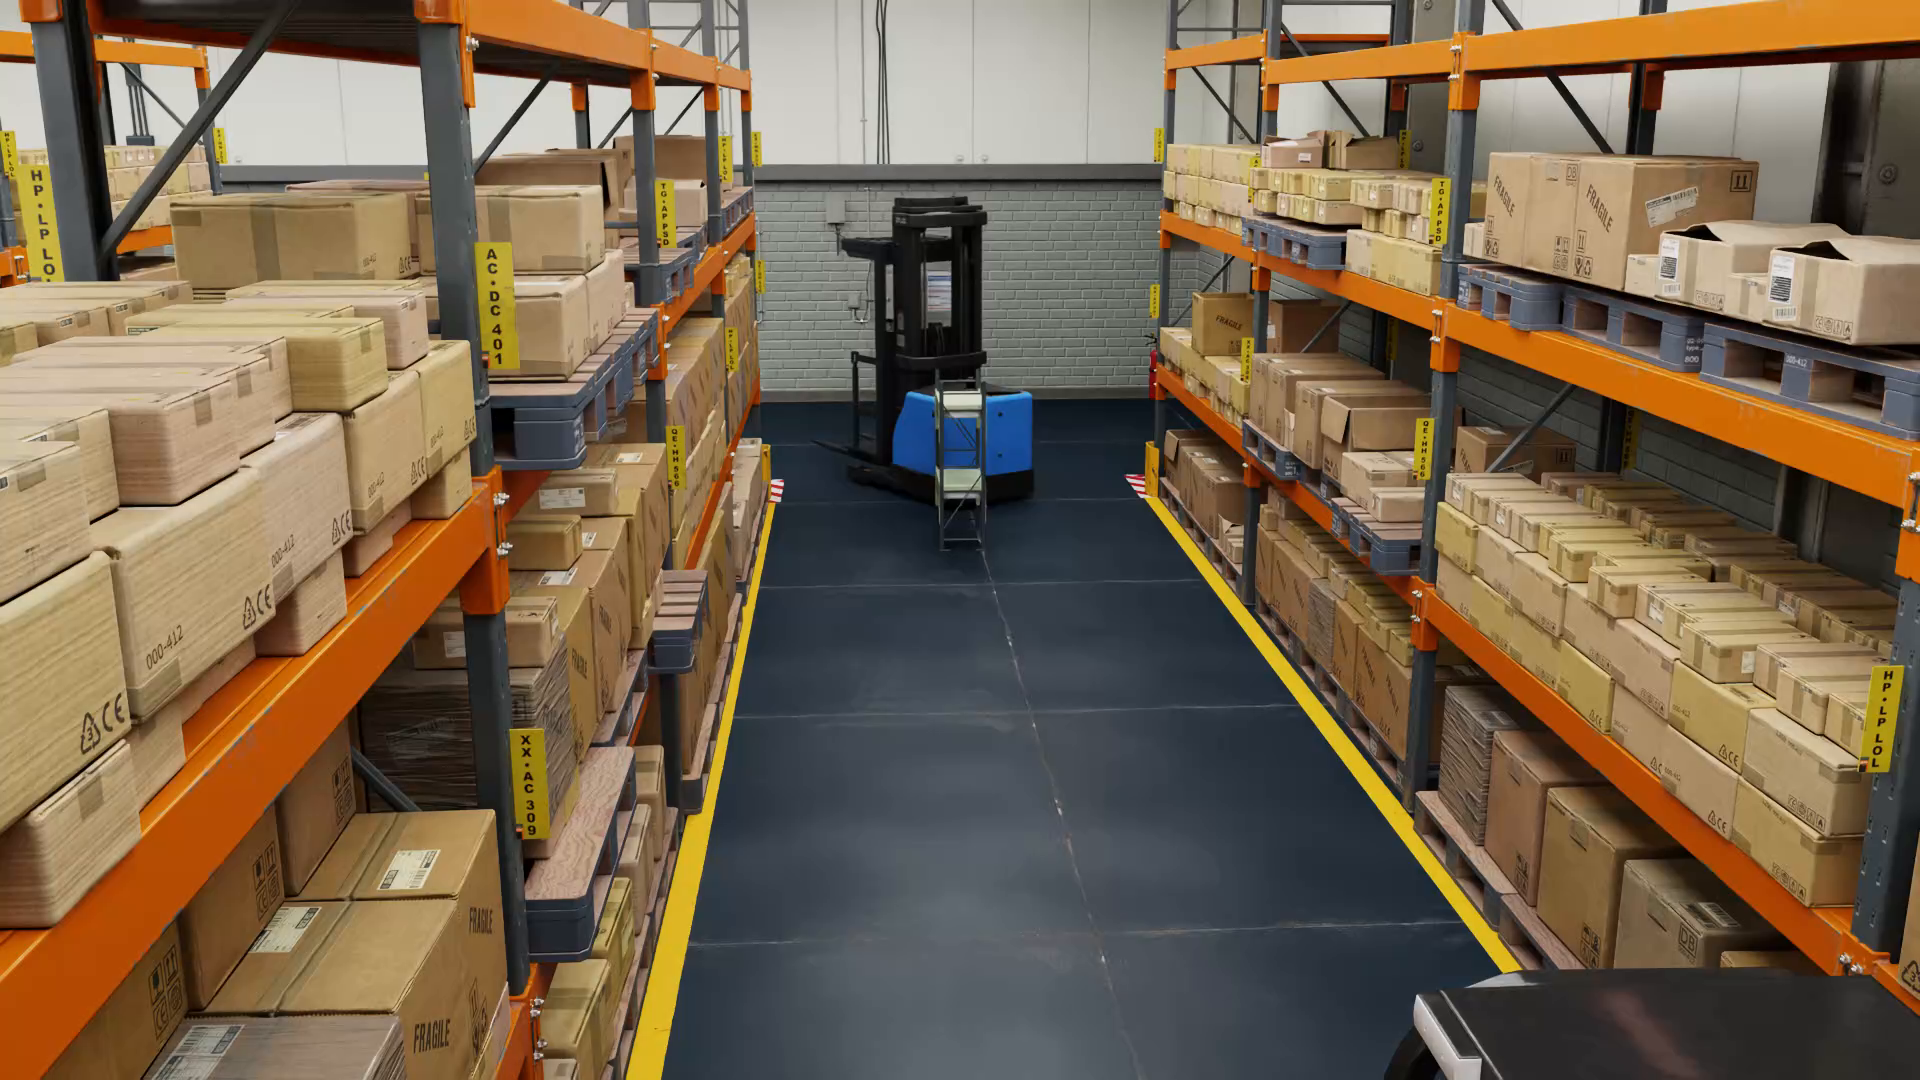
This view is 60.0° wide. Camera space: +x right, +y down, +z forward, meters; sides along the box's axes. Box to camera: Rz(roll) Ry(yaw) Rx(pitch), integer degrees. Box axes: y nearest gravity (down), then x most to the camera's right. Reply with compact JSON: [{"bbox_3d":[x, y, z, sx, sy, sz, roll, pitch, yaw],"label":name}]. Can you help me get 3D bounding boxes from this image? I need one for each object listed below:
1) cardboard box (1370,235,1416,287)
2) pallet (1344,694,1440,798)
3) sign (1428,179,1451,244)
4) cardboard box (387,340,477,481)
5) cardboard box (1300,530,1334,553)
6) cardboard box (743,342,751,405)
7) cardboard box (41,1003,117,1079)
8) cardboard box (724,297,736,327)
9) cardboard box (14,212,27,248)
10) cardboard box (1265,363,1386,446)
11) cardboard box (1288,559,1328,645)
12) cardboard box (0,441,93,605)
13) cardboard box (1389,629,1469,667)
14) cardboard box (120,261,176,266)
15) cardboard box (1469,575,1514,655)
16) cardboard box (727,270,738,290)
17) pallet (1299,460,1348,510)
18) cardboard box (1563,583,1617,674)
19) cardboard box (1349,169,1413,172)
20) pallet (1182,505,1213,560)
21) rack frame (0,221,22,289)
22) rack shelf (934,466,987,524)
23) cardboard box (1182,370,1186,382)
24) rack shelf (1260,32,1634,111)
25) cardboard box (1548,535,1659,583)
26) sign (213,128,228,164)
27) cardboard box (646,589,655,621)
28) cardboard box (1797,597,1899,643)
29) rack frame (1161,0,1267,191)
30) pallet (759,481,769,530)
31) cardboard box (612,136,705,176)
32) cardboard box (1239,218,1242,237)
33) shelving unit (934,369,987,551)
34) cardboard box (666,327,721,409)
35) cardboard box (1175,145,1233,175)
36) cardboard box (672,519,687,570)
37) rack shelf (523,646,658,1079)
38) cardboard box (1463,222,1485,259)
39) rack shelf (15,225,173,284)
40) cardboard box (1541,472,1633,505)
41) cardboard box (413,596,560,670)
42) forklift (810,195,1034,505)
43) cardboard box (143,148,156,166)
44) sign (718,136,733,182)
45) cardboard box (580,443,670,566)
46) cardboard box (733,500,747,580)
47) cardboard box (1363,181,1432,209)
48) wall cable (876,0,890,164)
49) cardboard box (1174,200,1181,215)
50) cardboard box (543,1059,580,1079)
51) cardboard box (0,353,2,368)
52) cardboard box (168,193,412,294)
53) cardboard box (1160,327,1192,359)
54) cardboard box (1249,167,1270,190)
[{"bbox_3d":[2.660,-1.592,9.475,0.500,0.250,0.500,-1,14,-3],"label":"cardboard box"},{"bbox_3d":[2.957,1.201,9.934,1.003,0.211,1.213,-1,14,-3],"label":"pallet"},{"bbox_3d":[2.424,-1.658,8.393,0.100,0.325,0.005,-1,14,-3],"label":"sign"},{"bbox_3d":[-1.444,-0.309,3.890,0.500,0.250,0.500,-1,14,-4],"label":"cardboard box"},{"bbox_3d":[2.627,0.028,11.770,0.380,0.149,0.250,-1,14,-4],"label":"cardboard box"},{"bbox_3d":[-2.087,-1.426,14.350,0.500,0.500,0.500,0,14,-2],"label":"cardboard box"},{"bbox_3d":[-1.793,0.926,2.602,0.700,0.500,0.500,-1,14,-4],"label":"cardboard box"},{"bbox_3d":[-2.049,-1.661,13.254,0.500,0.500,0.500,-1,14,-4],"label":"cardboard box"},{"bbox_3d":[-6.936,-2.278,12.141,0.500,0.250,0.500,0,14,-1],"label":"cardboard box"},{"bbox_3d":[2.557,-0.957,11.682,0.700,0.500,0.500,-1,14,-3],"label":"cardboard box"},{"bbox_3d":[2.593,0.430,11.510,0.500,0.500,0.500,-1,14,-5],"label":"cardboard box"},{"bbox_3d":[-1.283,-0.020,1.968,0.380,0.149,0.250,0,14,-2],"label":"cardboard box"},{"bbox_3d":[2.682,0.611,9.503,0.380,0.149,0.250,-2,15,-6],"label":"cardboard box"},{"bbox_3d":[-7.110,-2.214,14.808,0.500,0.500,0.500,-1,14,-5],"label":"cardboard box"},{"bbox_3d":[2.775,0.349,7.951,0.500,0.250,0.500,-1,14,-5],"label":"cardboard box"},{"bbox_3d":[-2.072,-2.188,14.003,0.380,0.149,0.250,-1,14,-3],"label":"cardboard box"},{"bbox_3d":[2.840,-0.353,10.766,1.003,0.211,1.213,-1,14,-3],"label":"pallet"},{"bbox_3d":[2.850,0.363,6.892,0.500,0.250,0.500,-1,14,-3],"label":"cardboard box"},{"bbox_3d":[2.915,-2.486,11.513,0.380,0.149,0.250,-1,14,-5],"label":"cardboard box"},{"bbox_3d":[2.598,-0.082,14.922,1.003,0.211,1.213,-1,14,-3],"label":"pallet"},{"bbox_3d":[-7.170,-0.779,12.033,1.000,3.000,0.127,-1,14,-3],"label":"rack frame"},{"bbox_3d":[0.000,-0.409,14.914,0.431,0.370,0.720,-1,14,-3],"label":"rack shelf"},{"bbox_3d":[2.284,-1.554,15.549,0.380,0.149,0.250,0,14,-2],"label":"cardboard box"},{"bbox_3d":[2.842,-2.824,10.187,1.077,0.370,4.000,-1,14,-3],"label":"rack shelf"},{"bbox_3d":[2.782,0.079,7.196,0.380,0.149,0.250,-1,14,-2],"label":"cardboard box"},{"bbox_3d":[-6.863,-3.658,15.429,0.100,0.325,0.005,-1,14,-3],"label":"sign"},{"bbox_3d":[-1.576,0.301,7.498,0.380,0.149,0.250,-2,15,-6],"label":"cardboard box"},{"bbox_3d":[3.400,0.323,6.247,0.380,0.149,0.250,-1,14,-3],"label":"cardboard box"},{"bbox_3d":[2.470,-4.858,15.847,1.000,3.000,0.127,-1,14,-3],"label":"rack frame"},{"bbox_3d":[-2.356,-0.327,15.873,1.003,0.211,1.213,-1,14,-3],"label":"pallet"},{"bbox_3d":[-2.352,-2.970,13.277,0.797,0.503,0.637,0,14,1],"label":"cardboard box"},{"bbox_3d":[2.389,-2.434,12.953,0.380,0.149,0.250,-1,14,-4],"label":"cardboard box"},{"bbox_3d":[0.000,-0.725,14.833,0.431,1.500,0.755,-1,14,-3],"label":"shelving unit"},{"bbox_3d":[-1.918,-1.177,11.374,0.500,0.500,0.500,-1,14,-2],"label":"cardboard box"},{"bbox_3d":[2.259,-3.478,15.204,0.500,0.250,0.500,-1,14,-4],"label":"cardboard box"},{"bbox_3d":[-1.768,0.062,9.068,0.500,0.250,0.500,-1,14,-4],"label":"cardboard box"},{"bbox_3d":[-1.864,0.960,6.717,1.077,0.370,4.000,-1,14,-3],"label":"rack shelf"},{"bbox_3d":[2.684,-1.463,8.097,0.380,0.166,0.250,-1,14,-4],"label":"cardboard box"},{"bbox_3d":[-7.294,-2.380,13.682,1.077,0.370,4.000,-1,14,-3],"label":"rack shelf"},{"bbox_3d":[3.188,-0.248,8.467,0.380,0.149,0.250,0,14,-2],"label":"cardboard box"},{"bbox_3d":[-1.417,0.277,4.988,0.380,0.149,0.250,-1,14,-4],"label":"cardboard box"},{"bbox_3d":[-0.523,-2.060,17.151,1.130,2.935,3.031,-10,17,-34],"label":"forklift"},{"bbox_3d":[-7.090,-3.256,14.138,0.380,0.149,0.250,-1,14,-5],"label":"cardboard box"},{"bbox_3d":[-1.695,-2.746,11.992,0.100,0.325,0.005,-1,14,-3],"label":"sign"},{"bbox_3d":[-1.683,-0.172,8.036,0.500,0.500,0.500,-1,14,-5],"label":"cardboard box"},{"bbox_3d":[-2.168,0.000,13.307,0.875,0.438,0.875,-1,14,-4],"label":"cardboard box"},{"bbox_3d":[2.587,-2.021,9.745,0.380,0.149,0.250,-1,14,-5],"label":"cardboard box"},{"bbox_3d":[0.416,-6.253,21.196,2.988,3.039,0.133,-1,14,-3],"label":"wall cable"},{"bbox_3d":[2.258,-3.201,15.931,0.380,0.149,0.250,-1,14,-2],"label":"cardboard box"},{"bbox_3d":[-1.775,2.048,5.476,0.950,0.372,0.625,-1,14,-3],"label":"cardboard box"},{"bbox_3d":[-1.939,-0.268,2.931,0.380,0.149,0.250,-1,14,-5],"label":"cardboard box"},{"bbox_3d":[-1.904,-0.858,4.777,0.500,0.250,0.500,-1,14,-2],"label":"cardboard box"},{"bbox_3d":[2.229,-1.907,16.122,0.500,0.250,0.500,-1,14,-3],"label":"cardboard box"},{"bbox_3d":[2.299,-2.603,11.969,0.380,0.149,0.250,0,14,-2],"label":"cardboard box"}]
